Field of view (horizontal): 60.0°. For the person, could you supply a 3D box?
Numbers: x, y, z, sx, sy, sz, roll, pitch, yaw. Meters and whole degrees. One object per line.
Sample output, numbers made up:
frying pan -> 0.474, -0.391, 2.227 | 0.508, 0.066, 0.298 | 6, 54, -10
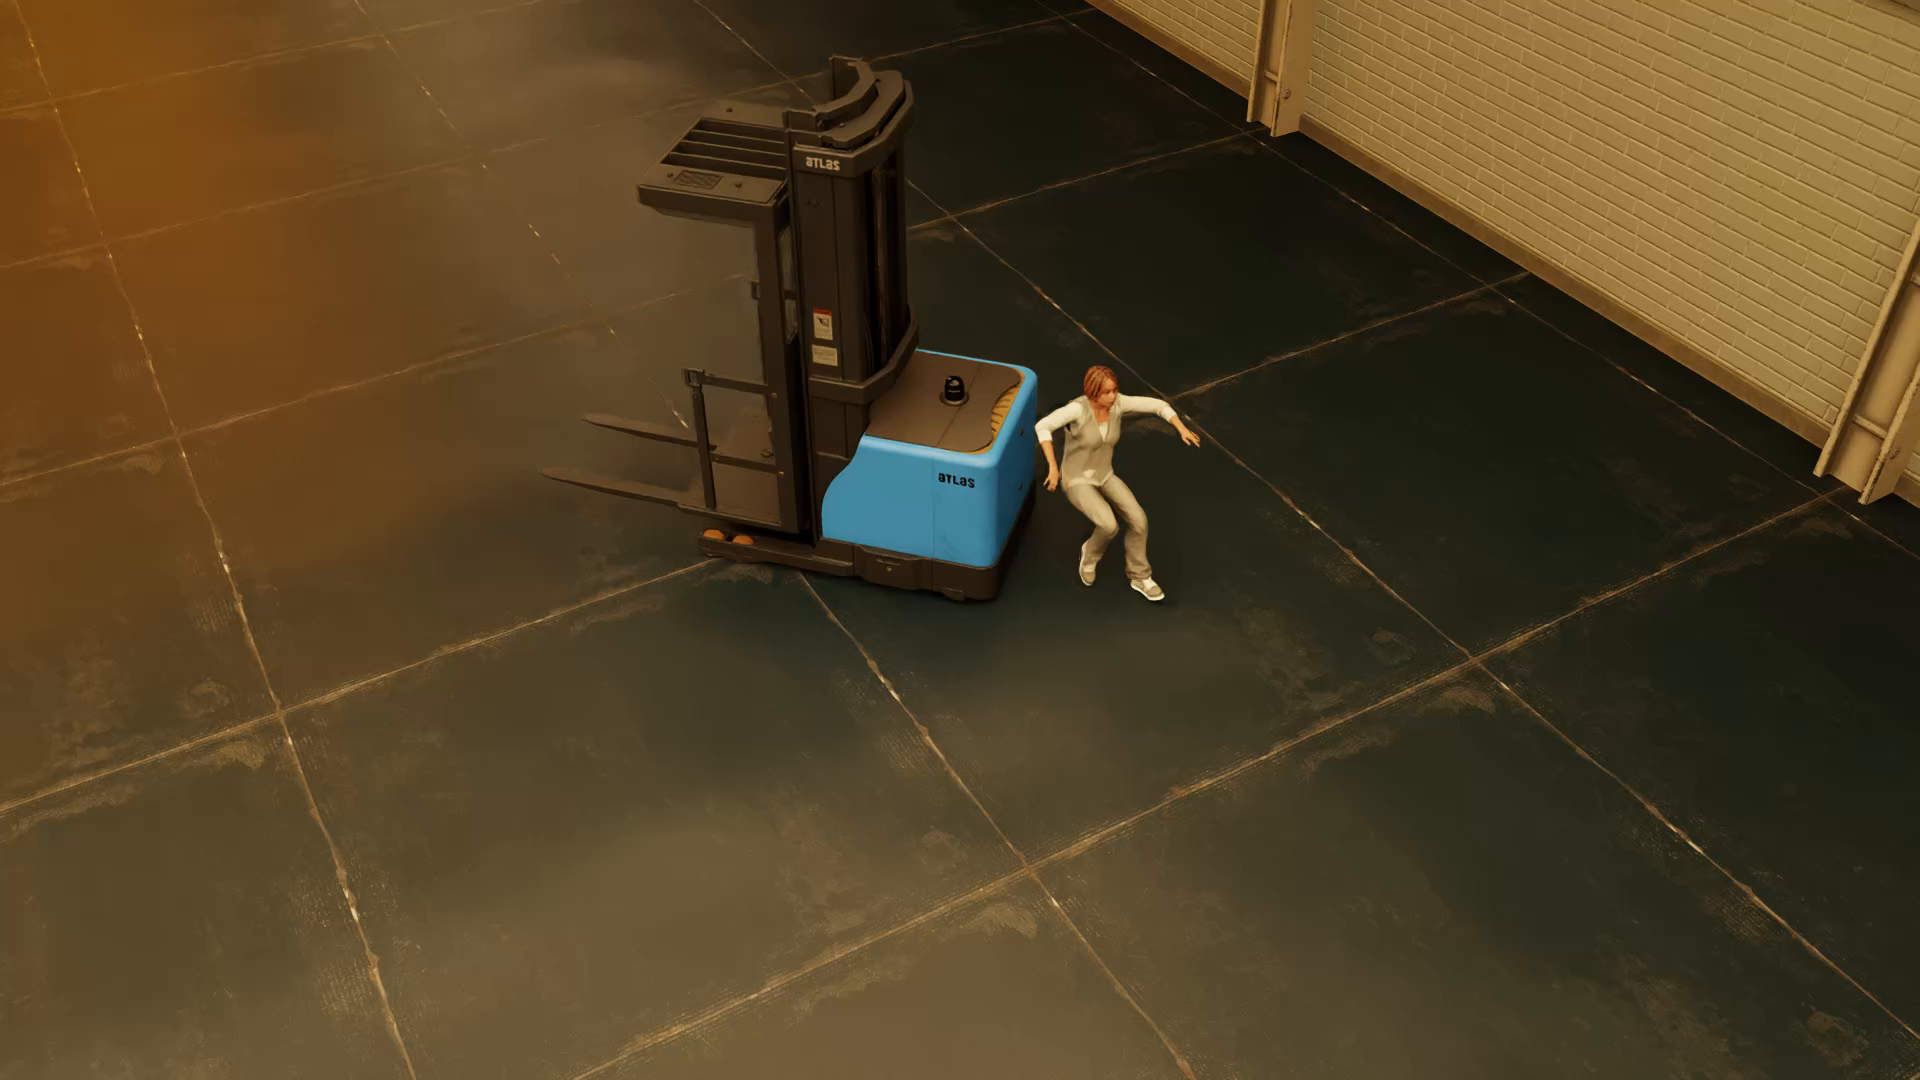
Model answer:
person -> 0.889, -0.297, 9.614 | 0.940, 1.360, 0.778 | -25, 46, -27

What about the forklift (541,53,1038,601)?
forklift -> -1.101, -1.303, 9.608 | 3.031, 2.935, 1.130 | 11, 41, 13
